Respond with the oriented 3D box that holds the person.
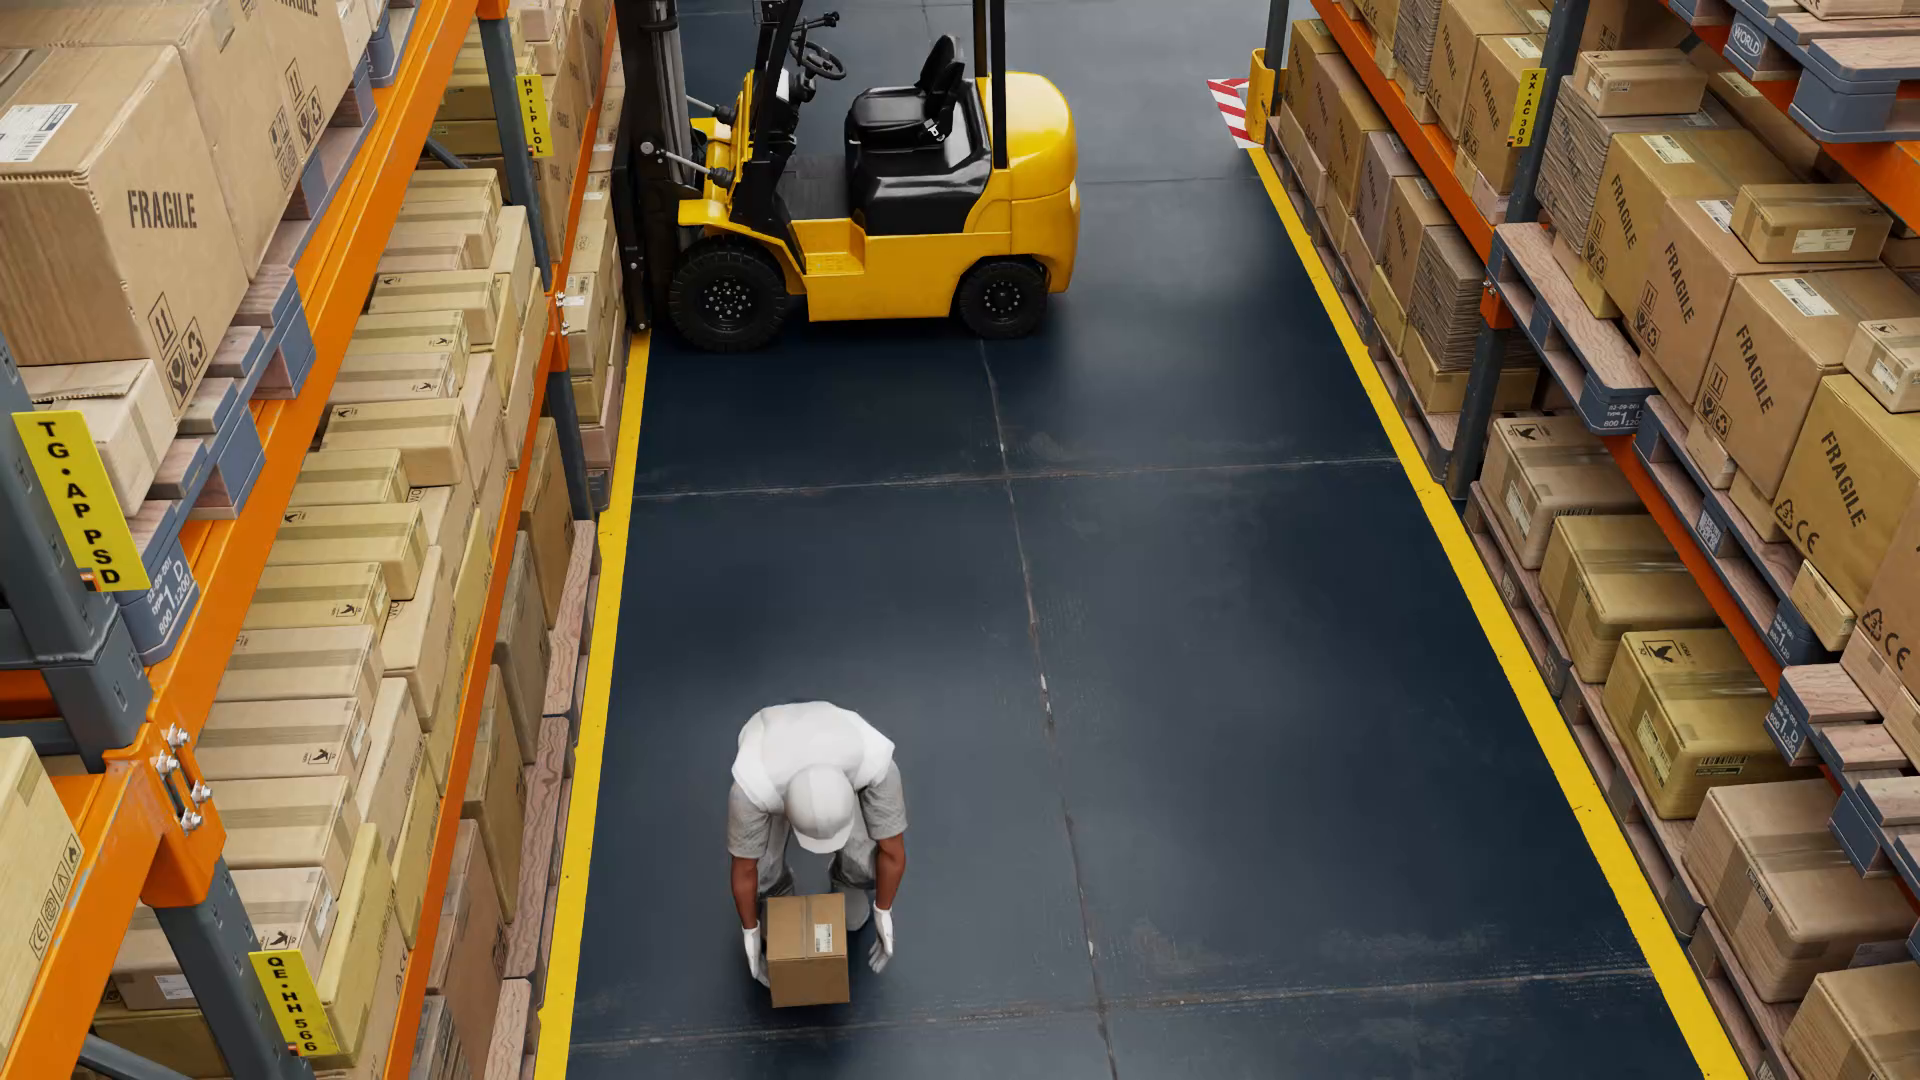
[{"bbox_3d":[-0.473,0.927,5.541,0.581,1.090,0.878,-3,39,-4],"label":"person"}]
